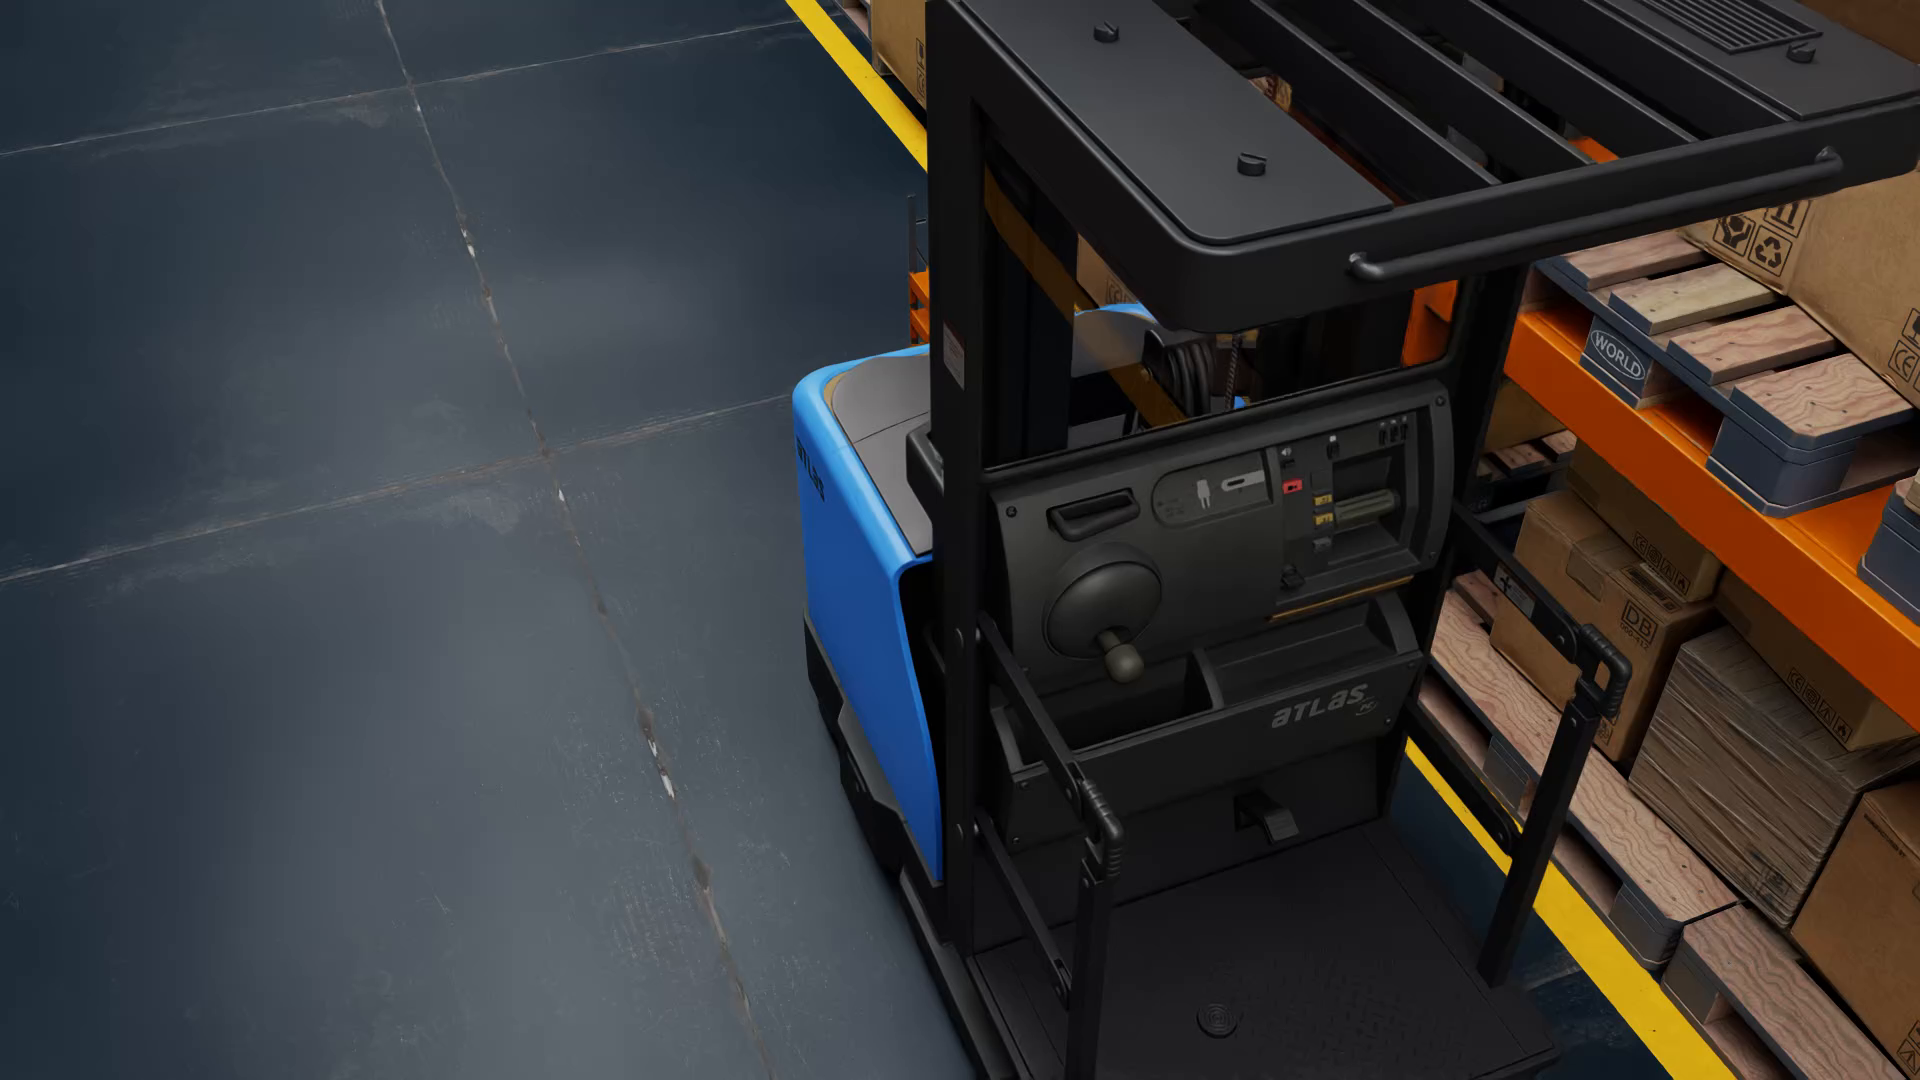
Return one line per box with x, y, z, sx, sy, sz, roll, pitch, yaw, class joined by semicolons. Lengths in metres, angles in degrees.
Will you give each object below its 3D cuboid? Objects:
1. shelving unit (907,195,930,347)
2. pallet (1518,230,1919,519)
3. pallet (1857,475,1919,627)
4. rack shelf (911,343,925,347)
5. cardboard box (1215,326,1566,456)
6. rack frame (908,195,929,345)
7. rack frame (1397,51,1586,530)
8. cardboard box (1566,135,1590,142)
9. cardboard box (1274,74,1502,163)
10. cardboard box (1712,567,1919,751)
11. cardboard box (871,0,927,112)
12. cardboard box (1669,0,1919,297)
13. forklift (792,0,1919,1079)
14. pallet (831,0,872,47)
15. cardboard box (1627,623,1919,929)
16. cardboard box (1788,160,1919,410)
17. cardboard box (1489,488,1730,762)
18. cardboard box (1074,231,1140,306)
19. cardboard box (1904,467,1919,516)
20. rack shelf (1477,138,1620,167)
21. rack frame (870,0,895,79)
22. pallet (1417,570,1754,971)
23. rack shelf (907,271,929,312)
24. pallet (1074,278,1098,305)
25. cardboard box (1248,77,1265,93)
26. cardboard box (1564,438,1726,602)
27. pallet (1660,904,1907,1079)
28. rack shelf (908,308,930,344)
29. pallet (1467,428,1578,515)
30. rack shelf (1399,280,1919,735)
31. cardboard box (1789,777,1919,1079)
0.006;-0.446;4.849;0.258;1.200;0.189;-15;43;-17;shelving unit
1.972;-0.566;3.755;1.213;0.211;1.003;-15;43;-17;pallet
2.397;0.214;2.848;1.003;0.211;1.213;-15;43;-17;pallet
0.006;-0.504;4.799;0.258;0.103;0.180;-15;43;-17;rack shelf
1.357;-0.816;5.206;1.225;0.875;0.875;-17;44;-19;cardboard box
-0.029;-0.501;4.913;0.240;1.200;0.006;-15;43;-17;rack frame
1.601;-1.041;4.160;1.000;3.000;0.127;-15;43;-17;rack frame
1.667;-1.440;4.547;0.500;0.500;0.500;-14;43;-16;cardboard box
1.184;-1.315;4.402;0.500;0.500;0.500;-14;43;-16;cardboard box
2.098;0.168;3.758;0.500;0.250;0.500;-11;42;-12;cardboard box
0.334;-2.424;7.076;1.225;0.875;0.875;-15;43;-17;cardboard box
1.845;-0.923;3.624;0.500;0.500;0.500;-20;45;-22;cardboard box
0.588;0.067;2.924;1.130;2.935;3.031;-15;43;-16;forklift
-0.148;-2.871;8.427;1.003;0.211;1.213;-15;43;-17;pallet
2.100;0.469;3.984;0.700;0.500;0.500;-19;44;-20;cardboard box
2.151;-0.612;3.262;0.700;0.500;0.500;-9;42;-11;cardboard box
1.876;0.138;4.368;0.700;0.500;0.500;-17;44;-19;cardboard box
1.023;-1.355;5.832;1.225;0.875;0.875;-15;43;-17;cardboard box
2.030;-0.077;2.832;0.500;0.250;0.500;-16;43;-18;cardboard box
0.836;-1.973;5.796;1.077;0.370;4.000;-15;43;-17;rack shelf
0.071;-3.451;6.963;1.000;3.000;0.127;-15;43;-17;rack frame
1.899;0.487;4.522;1.003;0.211;1.213;-15;43;-17;pallet
0.006;-0.685;4.643;0.258;0.103;0.180;-15;43;-17;rack shelf
0.906;-1.212;6.497;1.003;0.211;1.213;-15;43;-17;pallet
0.998;-1.617;4.753;0.500;0.500;0.500;-15;43;-17;cardboard box
1.885;-0.149;4.127;0.500;0.250;0.500;-13;42;-15;cardboard box
2.362;1.221;3.668;1.003;0.211;1.213;-15;43;-17;pallet
0.006;-0.594;4.721;0.258;0.103;0.180;-15;43;-17;rack shelf
1.369;-0.478;5.644;1.003;0.211;1.213;-15;43;-17;pallet
2.367;0.436;2.994;1.077;0.370;4.000;-15;43;-17;rack shelf
2.324;0.809;3.588;0.700;0.500;0.500;-12;42;-13;cardboard box
